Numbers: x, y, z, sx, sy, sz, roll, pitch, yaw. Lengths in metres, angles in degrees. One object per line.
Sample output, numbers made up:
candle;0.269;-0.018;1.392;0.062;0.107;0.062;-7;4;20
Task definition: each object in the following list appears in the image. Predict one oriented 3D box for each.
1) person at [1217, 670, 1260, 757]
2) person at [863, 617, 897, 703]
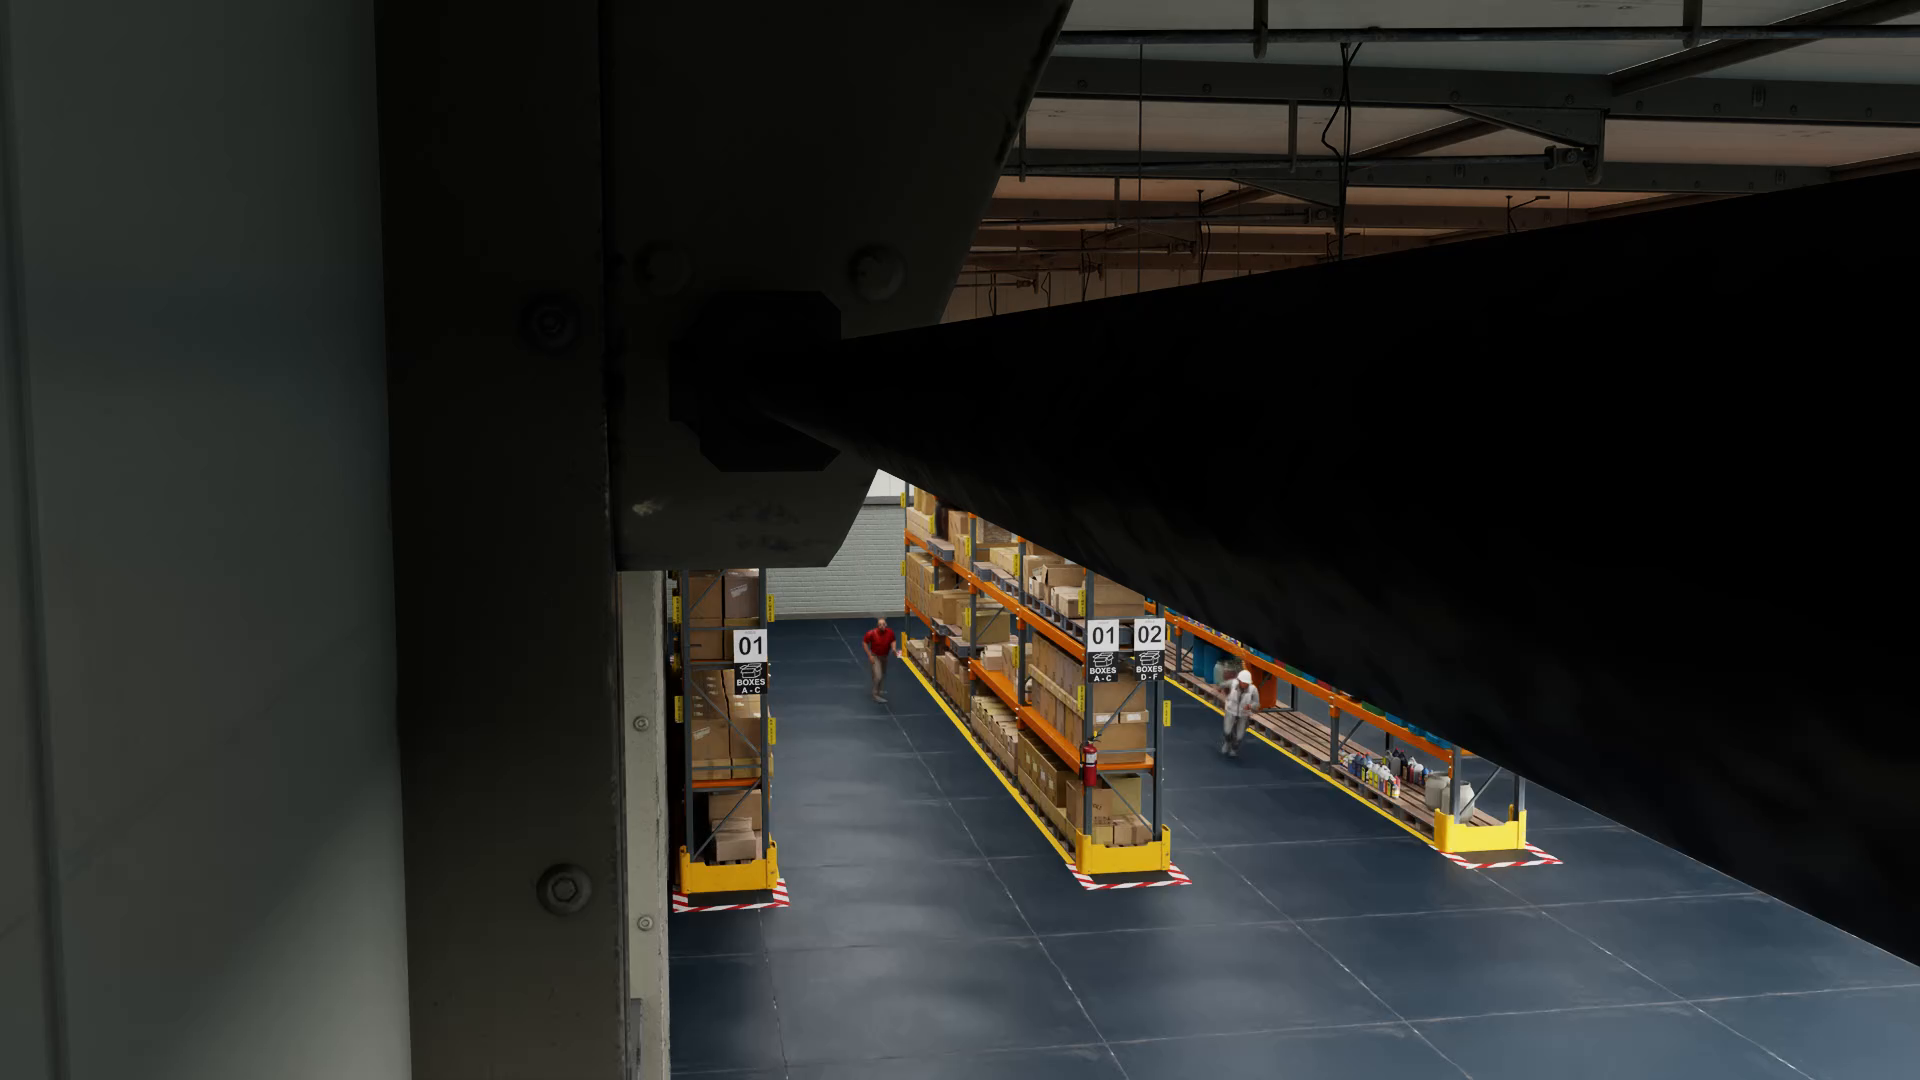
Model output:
person;4.477;2.790;26.719;0.674;1.528;0.998;1;6;8
person;-1.527;2.247;31.618;0.700;1.639;0.932;-5;8;-38
